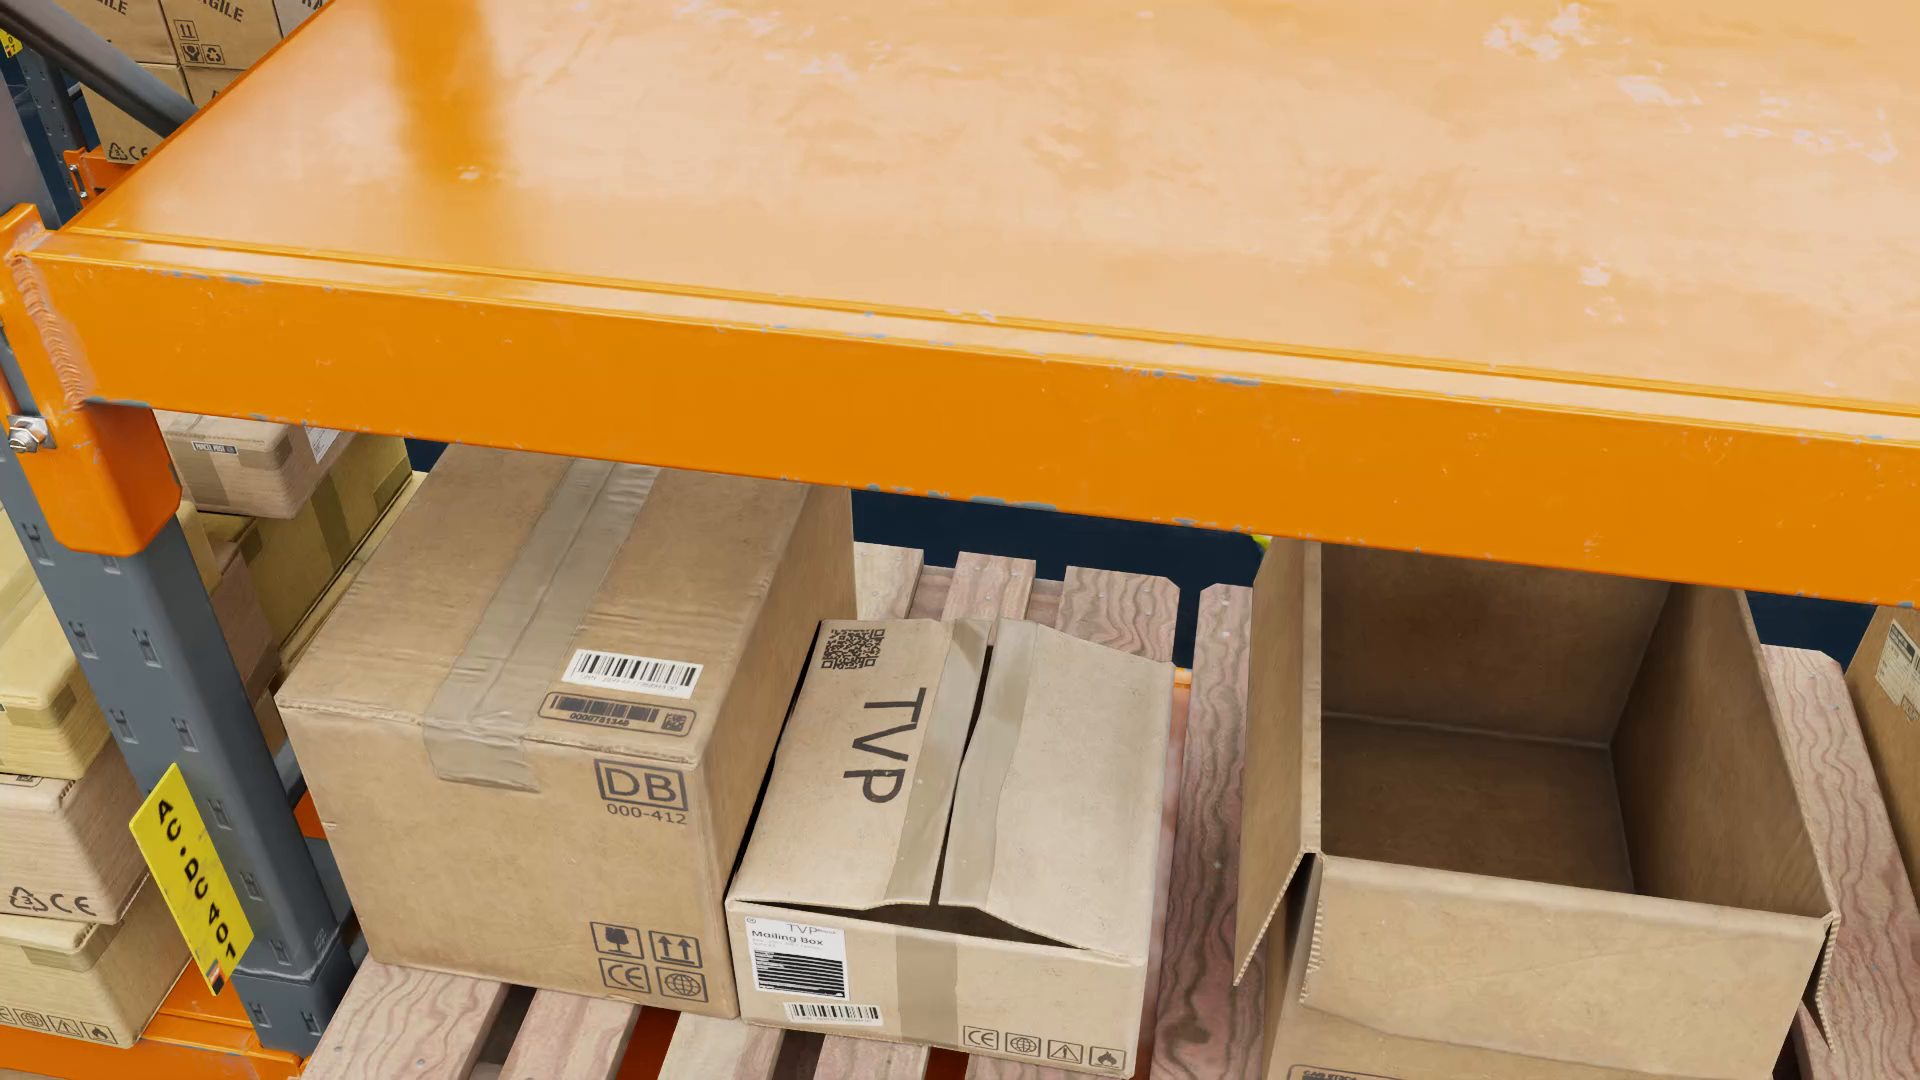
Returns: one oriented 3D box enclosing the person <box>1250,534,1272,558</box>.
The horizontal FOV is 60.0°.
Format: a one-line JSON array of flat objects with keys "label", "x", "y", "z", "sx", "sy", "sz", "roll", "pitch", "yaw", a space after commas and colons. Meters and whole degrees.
[{"label": "person", "x": 1.549, "y": 0.072, "z": 6.404, "sx": 0.924, "sy": 1.309, "sz": 0.493, "roll": 5, "pitch": 41, "yaw": 6}]
